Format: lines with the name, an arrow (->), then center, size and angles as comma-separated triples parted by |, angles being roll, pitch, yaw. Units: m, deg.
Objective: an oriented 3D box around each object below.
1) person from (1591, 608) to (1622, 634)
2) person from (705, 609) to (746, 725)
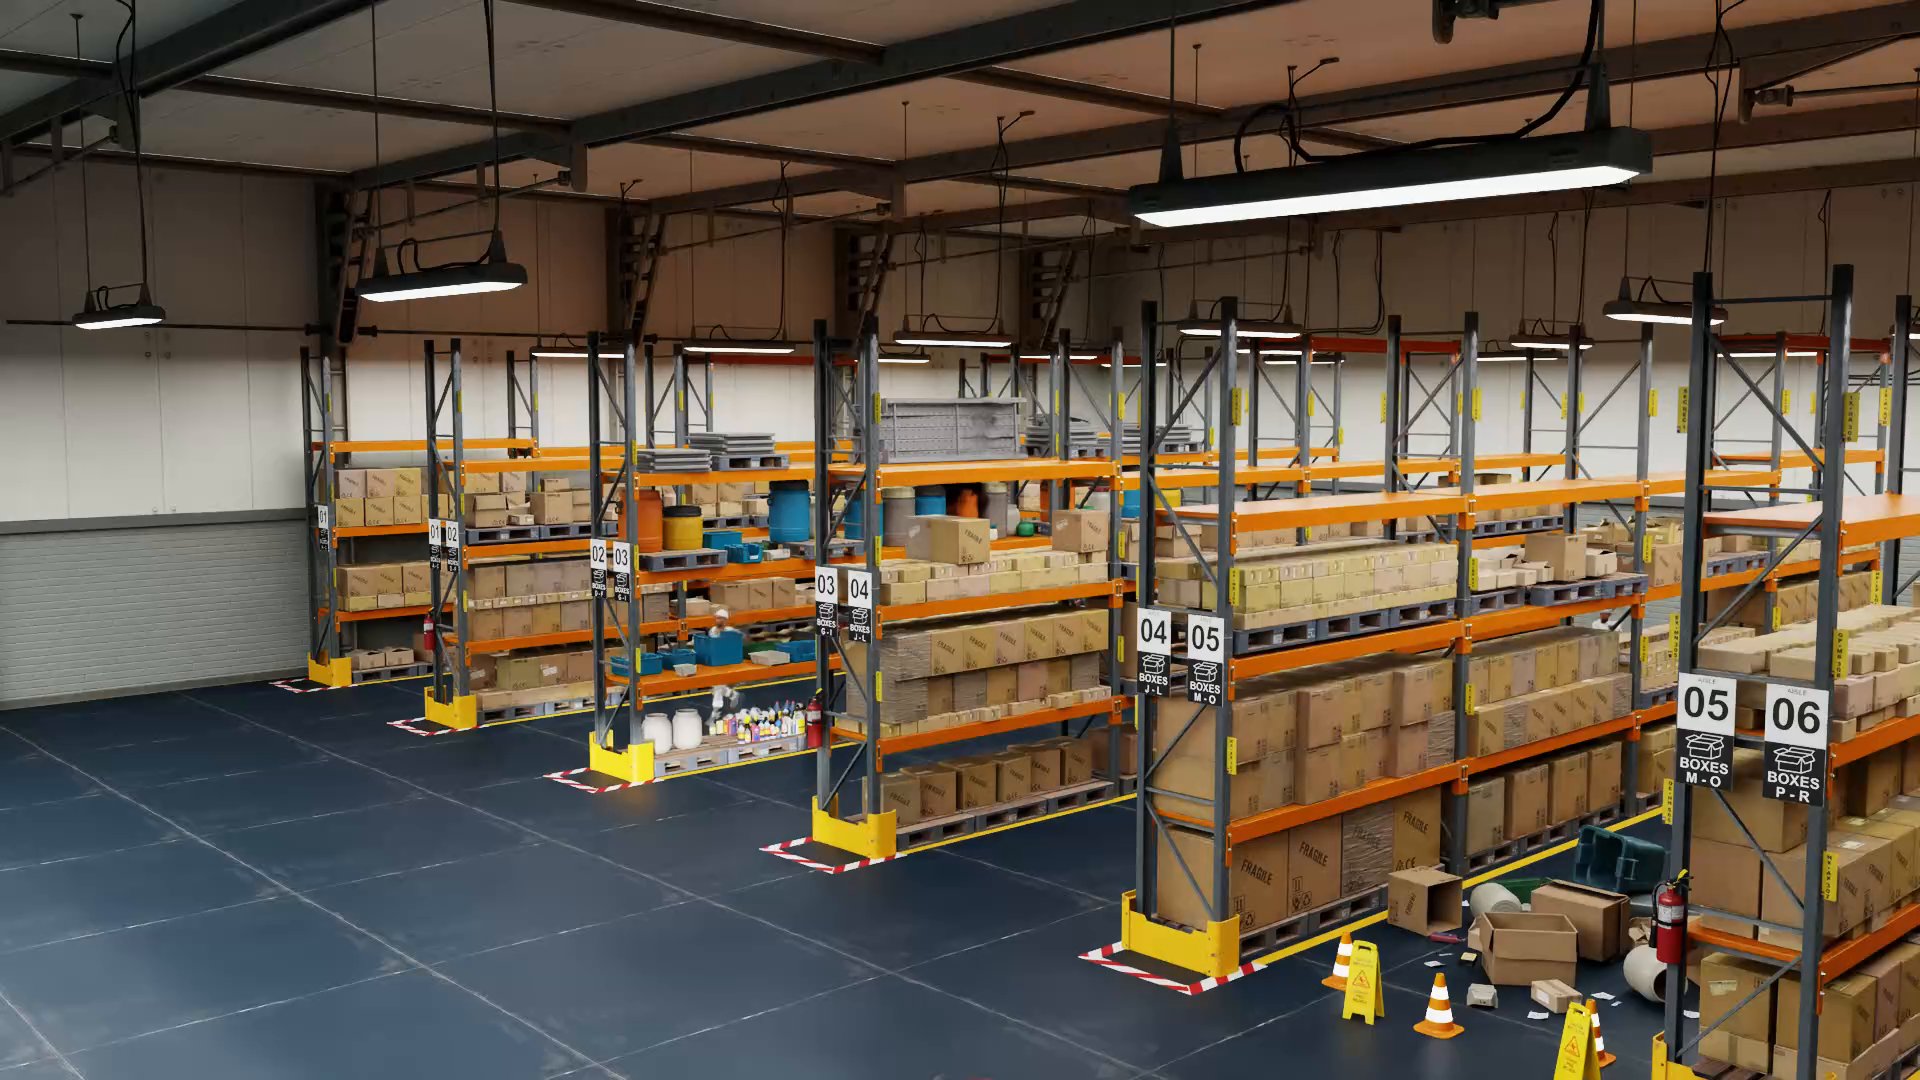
person -> 10.648, 1.915, 27.476 | 0.611, 1.722, 0.849 | 4, 6, 35
person -> -3.733, 1.981, 26.255 | 0.656, 1.783, 0.899 | 3, 6, 31
